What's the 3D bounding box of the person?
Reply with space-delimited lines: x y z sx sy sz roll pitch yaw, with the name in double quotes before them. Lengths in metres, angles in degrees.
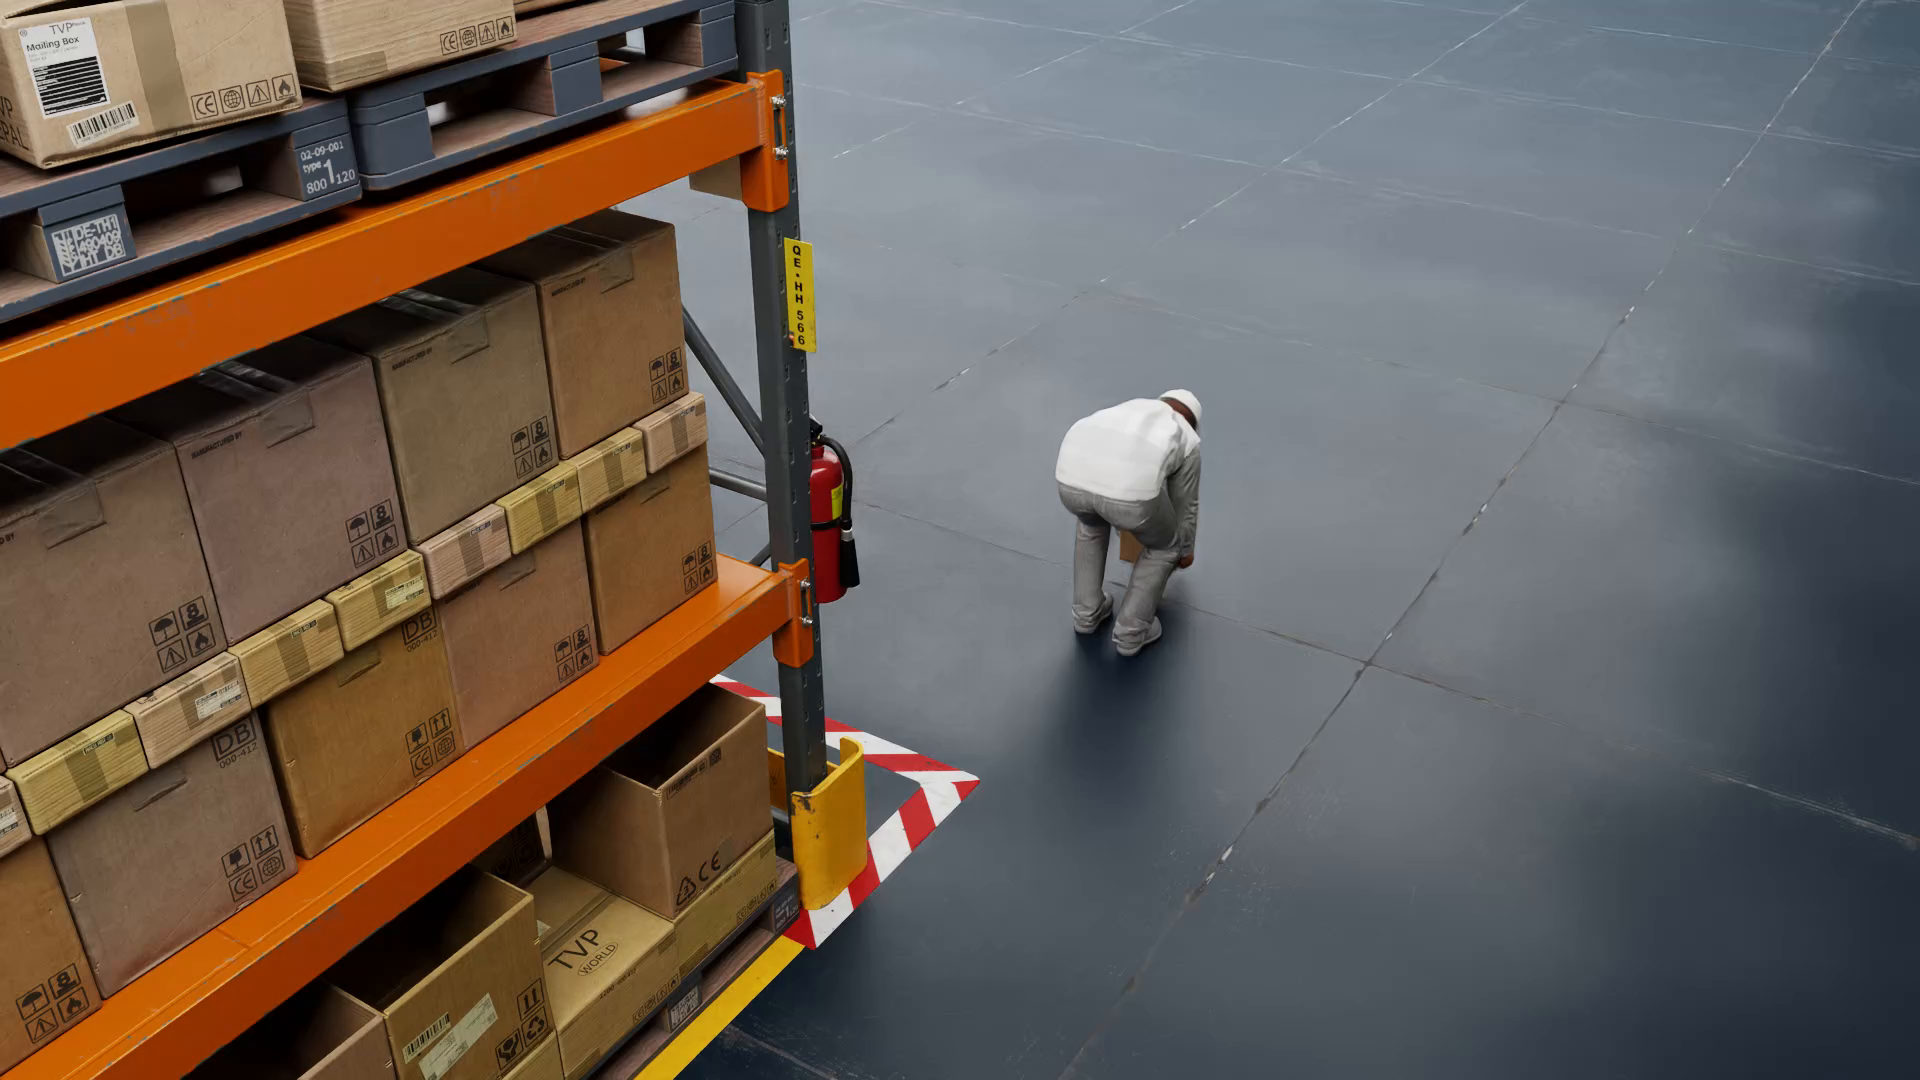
"person" 0.768 -0.168 7.070 0.468 1.089 1.012 16 34 25
